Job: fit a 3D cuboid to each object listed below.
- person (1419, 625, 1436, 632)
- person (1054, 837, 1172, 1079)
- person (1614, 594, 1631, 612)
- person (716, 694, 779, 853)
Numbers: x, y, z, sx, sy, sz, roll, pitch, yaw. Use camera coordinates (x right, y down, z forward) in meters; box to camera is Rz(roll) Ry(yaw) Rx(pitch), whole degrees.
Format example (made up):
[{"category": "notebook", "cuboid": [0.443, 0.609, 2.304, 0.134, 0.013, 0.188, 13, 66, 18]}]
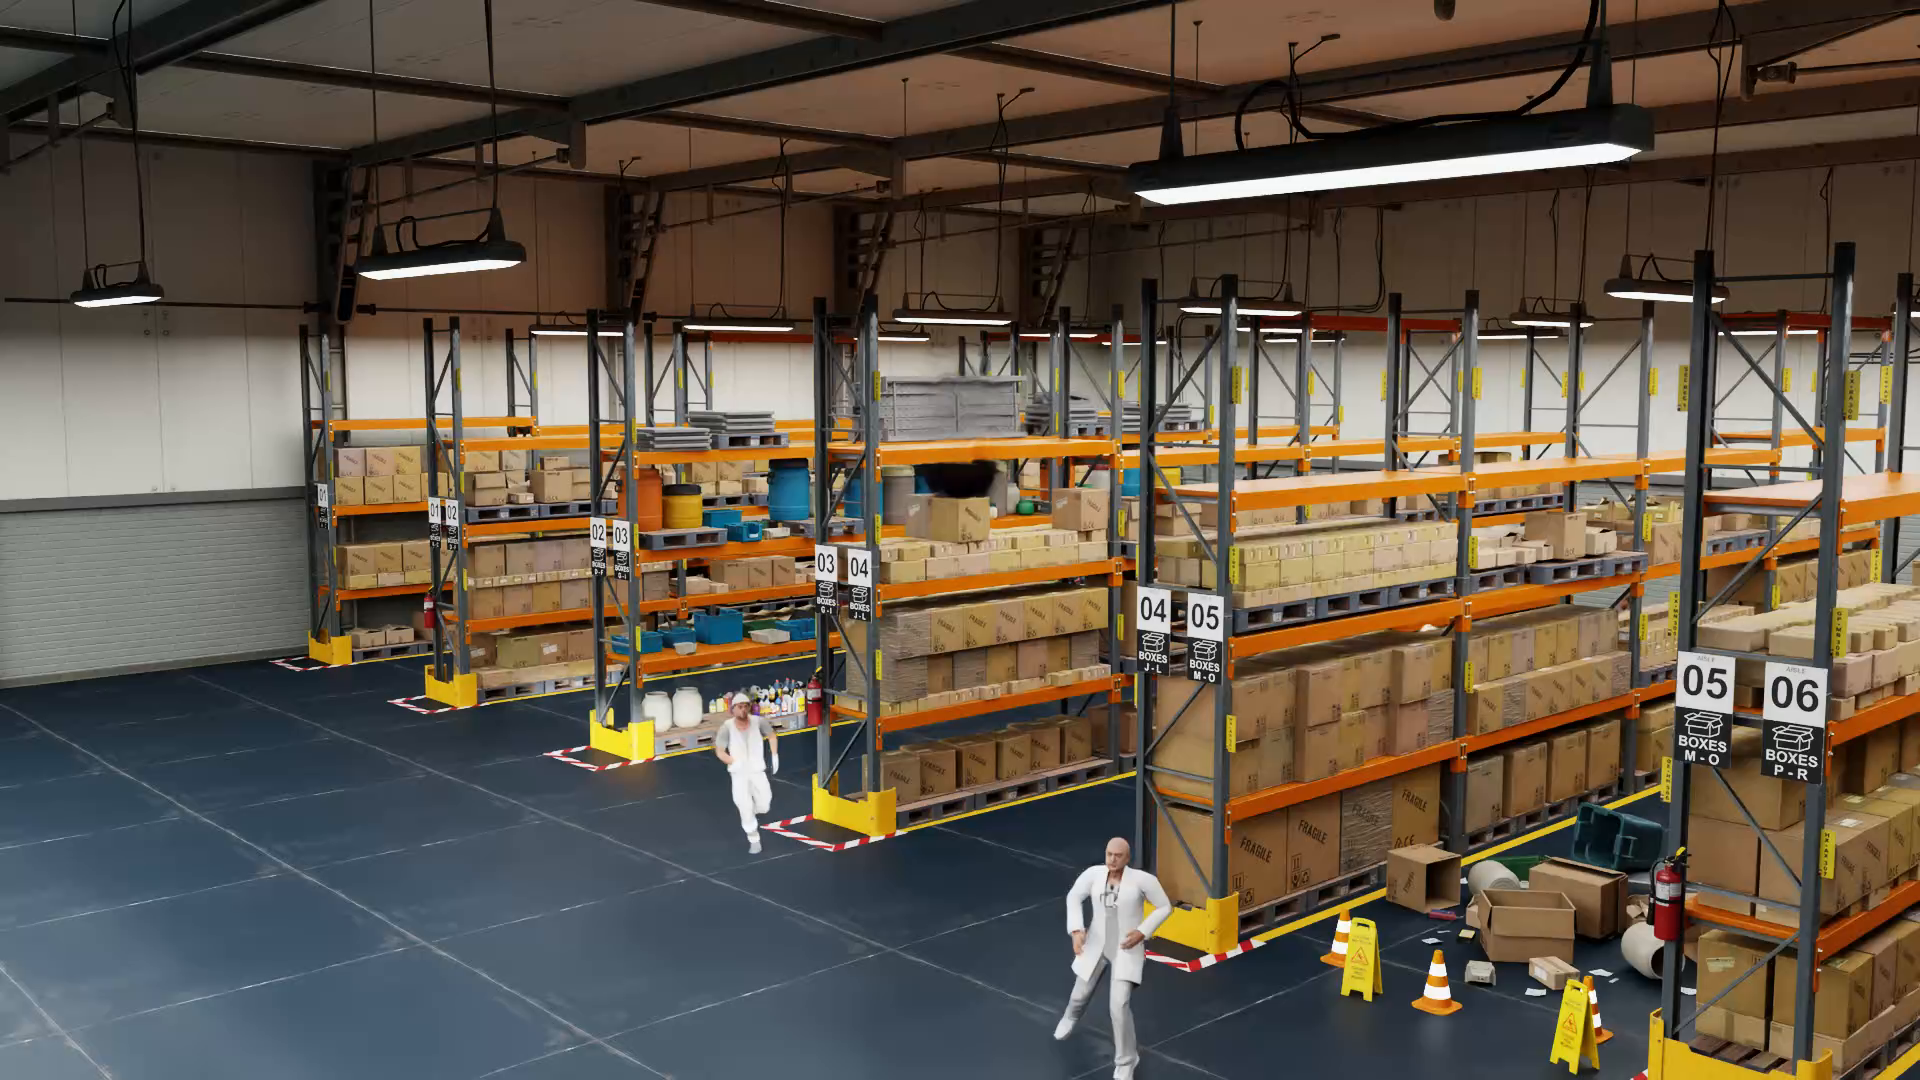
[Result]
[{"category": "person", "cuboid": [6.407, 2.011, 22.630, 0.676, 1.727, 0.764, 5, 8, 41]}, {"category": "person", "cuboid": [1.107, 3.075, 12.386, 0.922, 1.782, 0.739, 2, 6, 19]}, {"category": "person", "cuboid": [11.104, 1.636, 27.716, 0.777, 1.545, 0.667, -5, 8, -41]}, {"category": "person", "cuboid": [-2.297, 2.499, 18.013, 0.697, 1.722, 0.633, -2, 6, -16]}]
